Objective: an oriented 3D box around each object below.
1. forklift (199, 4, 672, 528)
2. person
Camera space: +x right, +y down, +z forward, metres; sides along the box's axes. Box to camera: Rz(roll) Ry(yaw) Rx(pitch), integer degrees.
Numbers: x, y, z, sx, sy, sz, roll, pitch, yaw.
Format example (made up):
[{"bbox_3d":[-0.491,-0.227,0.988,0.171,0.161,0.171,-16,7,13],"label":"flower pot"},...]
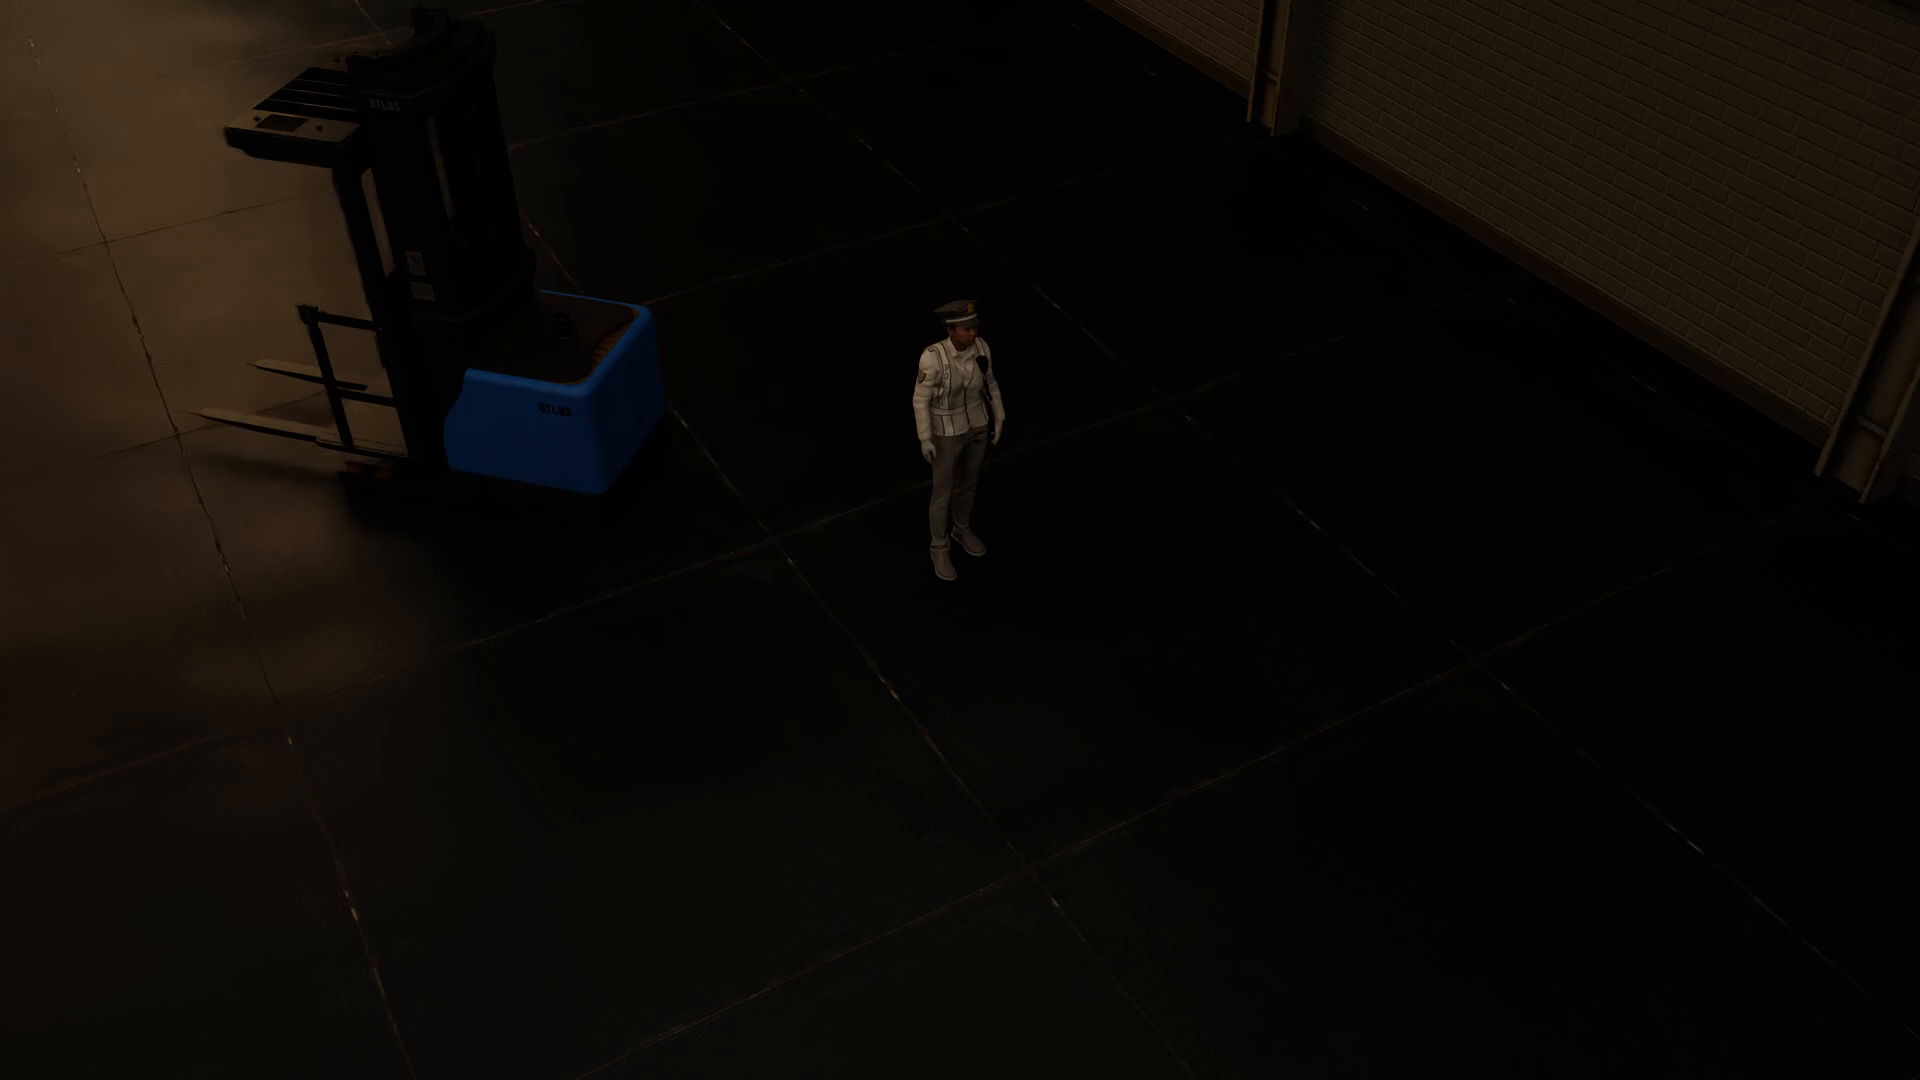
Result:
[{"bbox_3d":[-3.484,-1.729,10.121,3.031,2.935,1.130,10,41,12],"label":"forklift"},{"bbox_3d":[0.028,-0.619,9.739,0.588,1.696,0.533,-20,44,-23],"label":"person"}]
